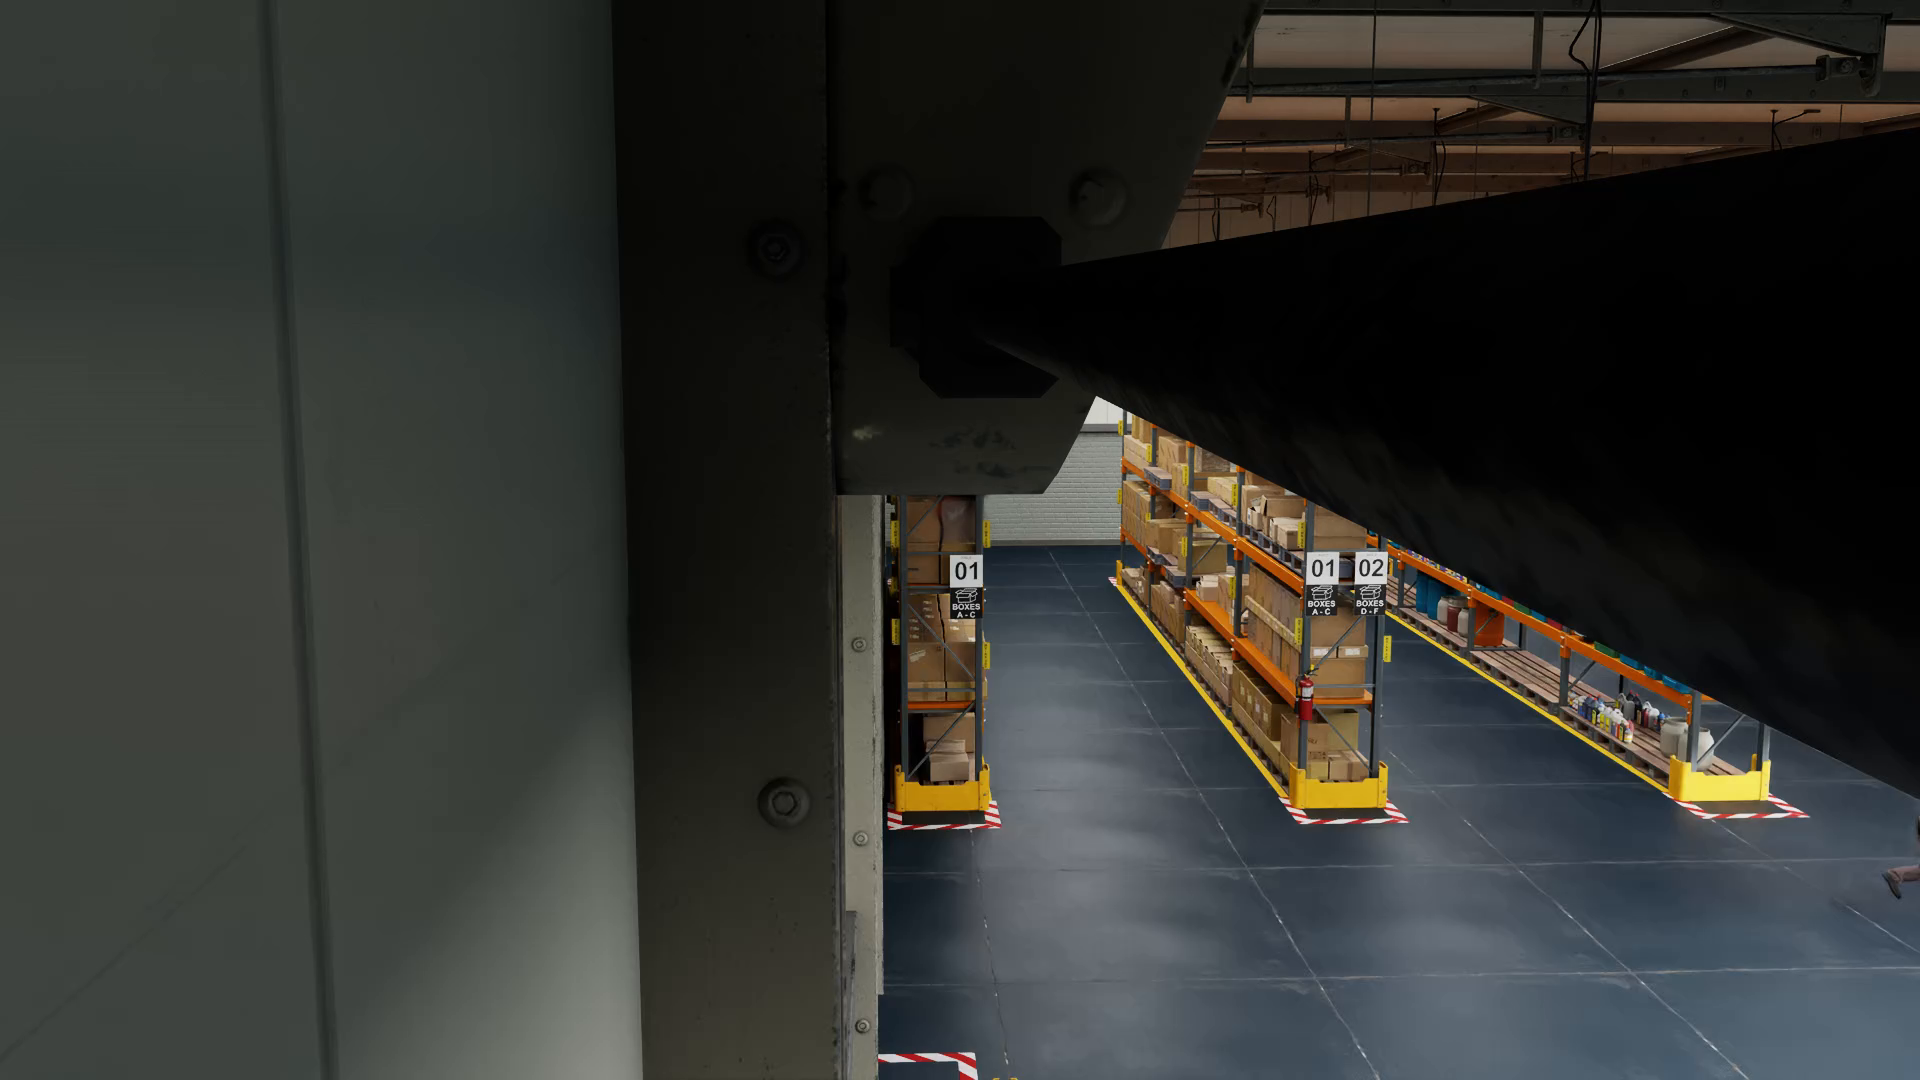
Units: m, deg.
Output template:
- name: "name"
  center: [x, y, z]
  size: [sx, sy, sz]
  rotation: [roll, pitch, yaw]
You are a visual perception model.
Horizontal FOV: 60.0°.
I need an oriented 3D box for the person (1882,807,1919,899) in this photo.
- name: "person"
  center: [9.884, 3.013, 16.955]
  size: [0.772, 1.686, 0.694]
  rotation: [4, 9, 25]
